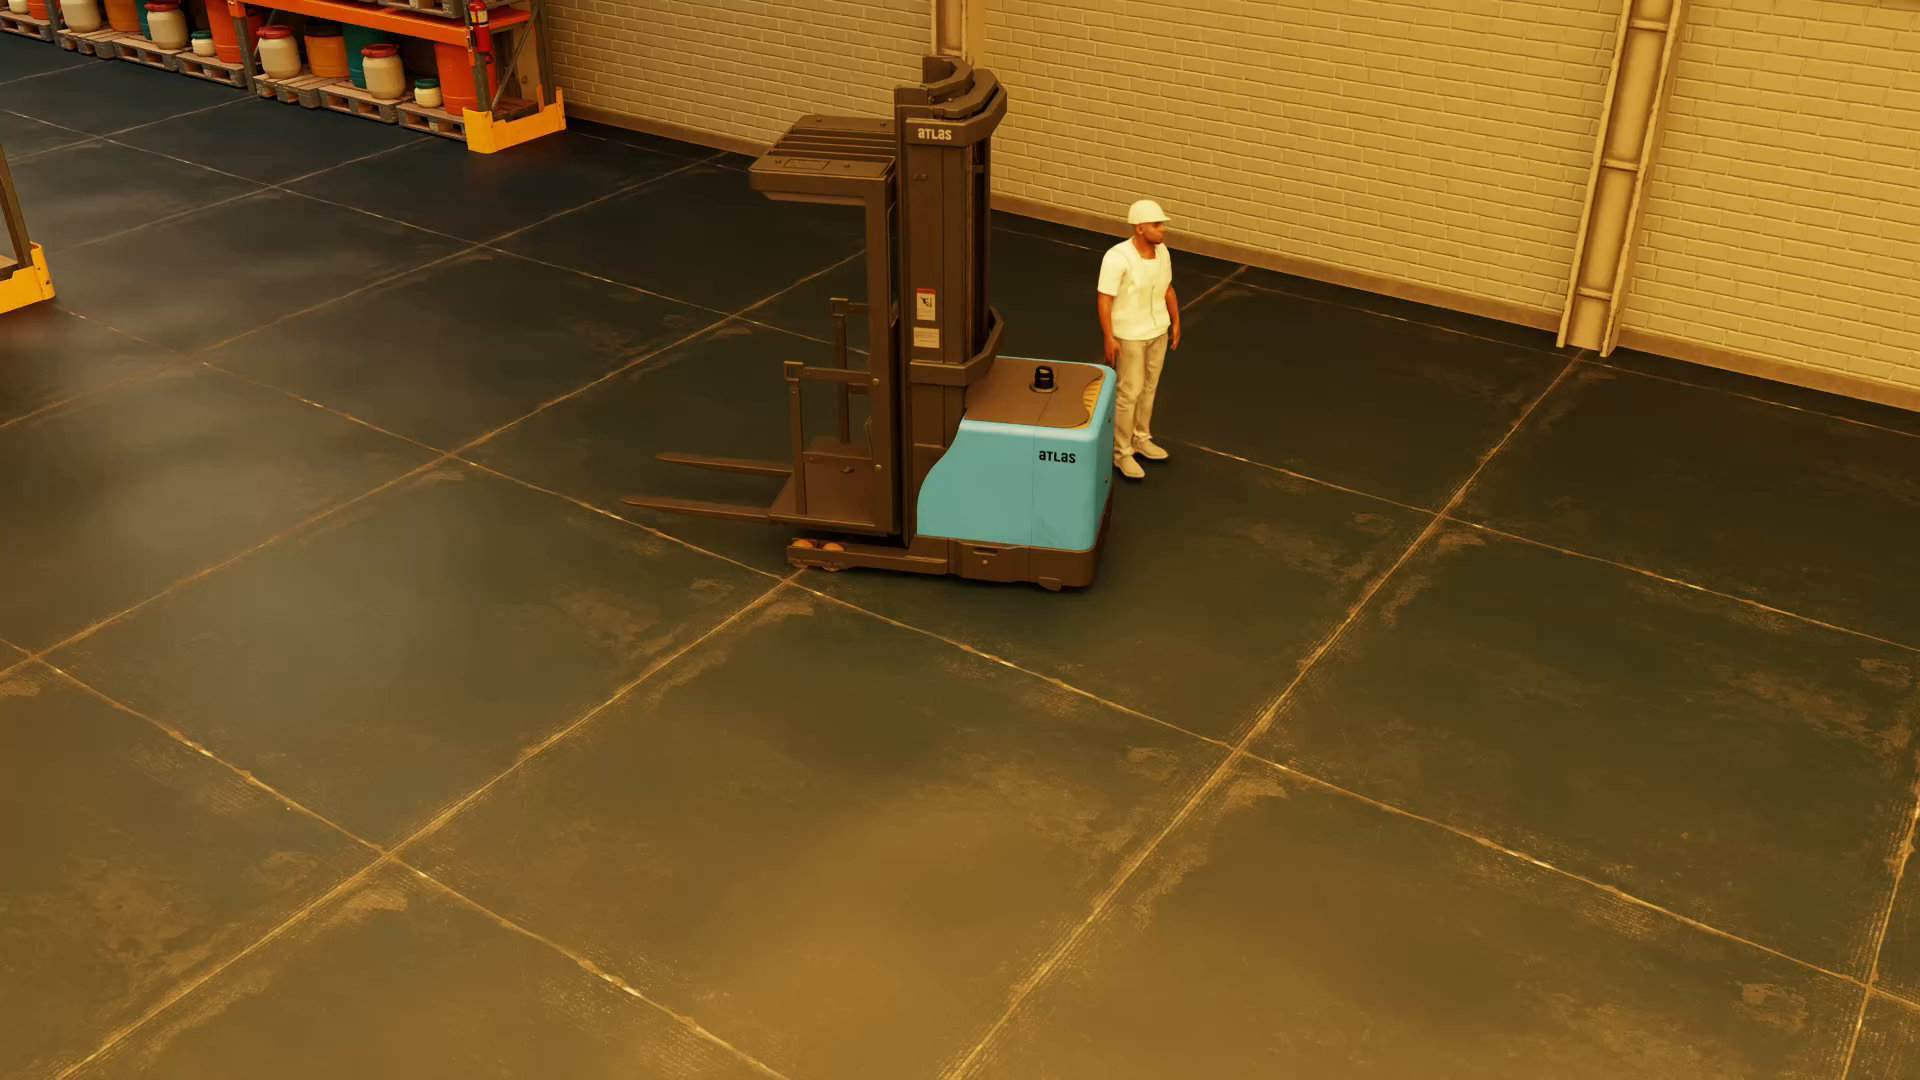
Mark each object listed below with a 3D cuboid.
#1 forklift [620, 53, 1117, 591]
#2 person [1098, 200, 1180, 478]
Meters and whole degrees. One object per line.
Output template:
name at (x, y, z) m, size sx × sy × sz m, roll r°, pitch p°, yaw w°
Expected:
forklift at (-0.596, -1.330, 9.871) m, size 3.031 × 2.935 × 1.130 m, roll 6°, pitch 31°, yaw 10°
person at (1.239, -1.349, 10.977) m, size 0.671 × 1.770 × 0.558 m, roll -23°, pitch 37°, yaw -34°
